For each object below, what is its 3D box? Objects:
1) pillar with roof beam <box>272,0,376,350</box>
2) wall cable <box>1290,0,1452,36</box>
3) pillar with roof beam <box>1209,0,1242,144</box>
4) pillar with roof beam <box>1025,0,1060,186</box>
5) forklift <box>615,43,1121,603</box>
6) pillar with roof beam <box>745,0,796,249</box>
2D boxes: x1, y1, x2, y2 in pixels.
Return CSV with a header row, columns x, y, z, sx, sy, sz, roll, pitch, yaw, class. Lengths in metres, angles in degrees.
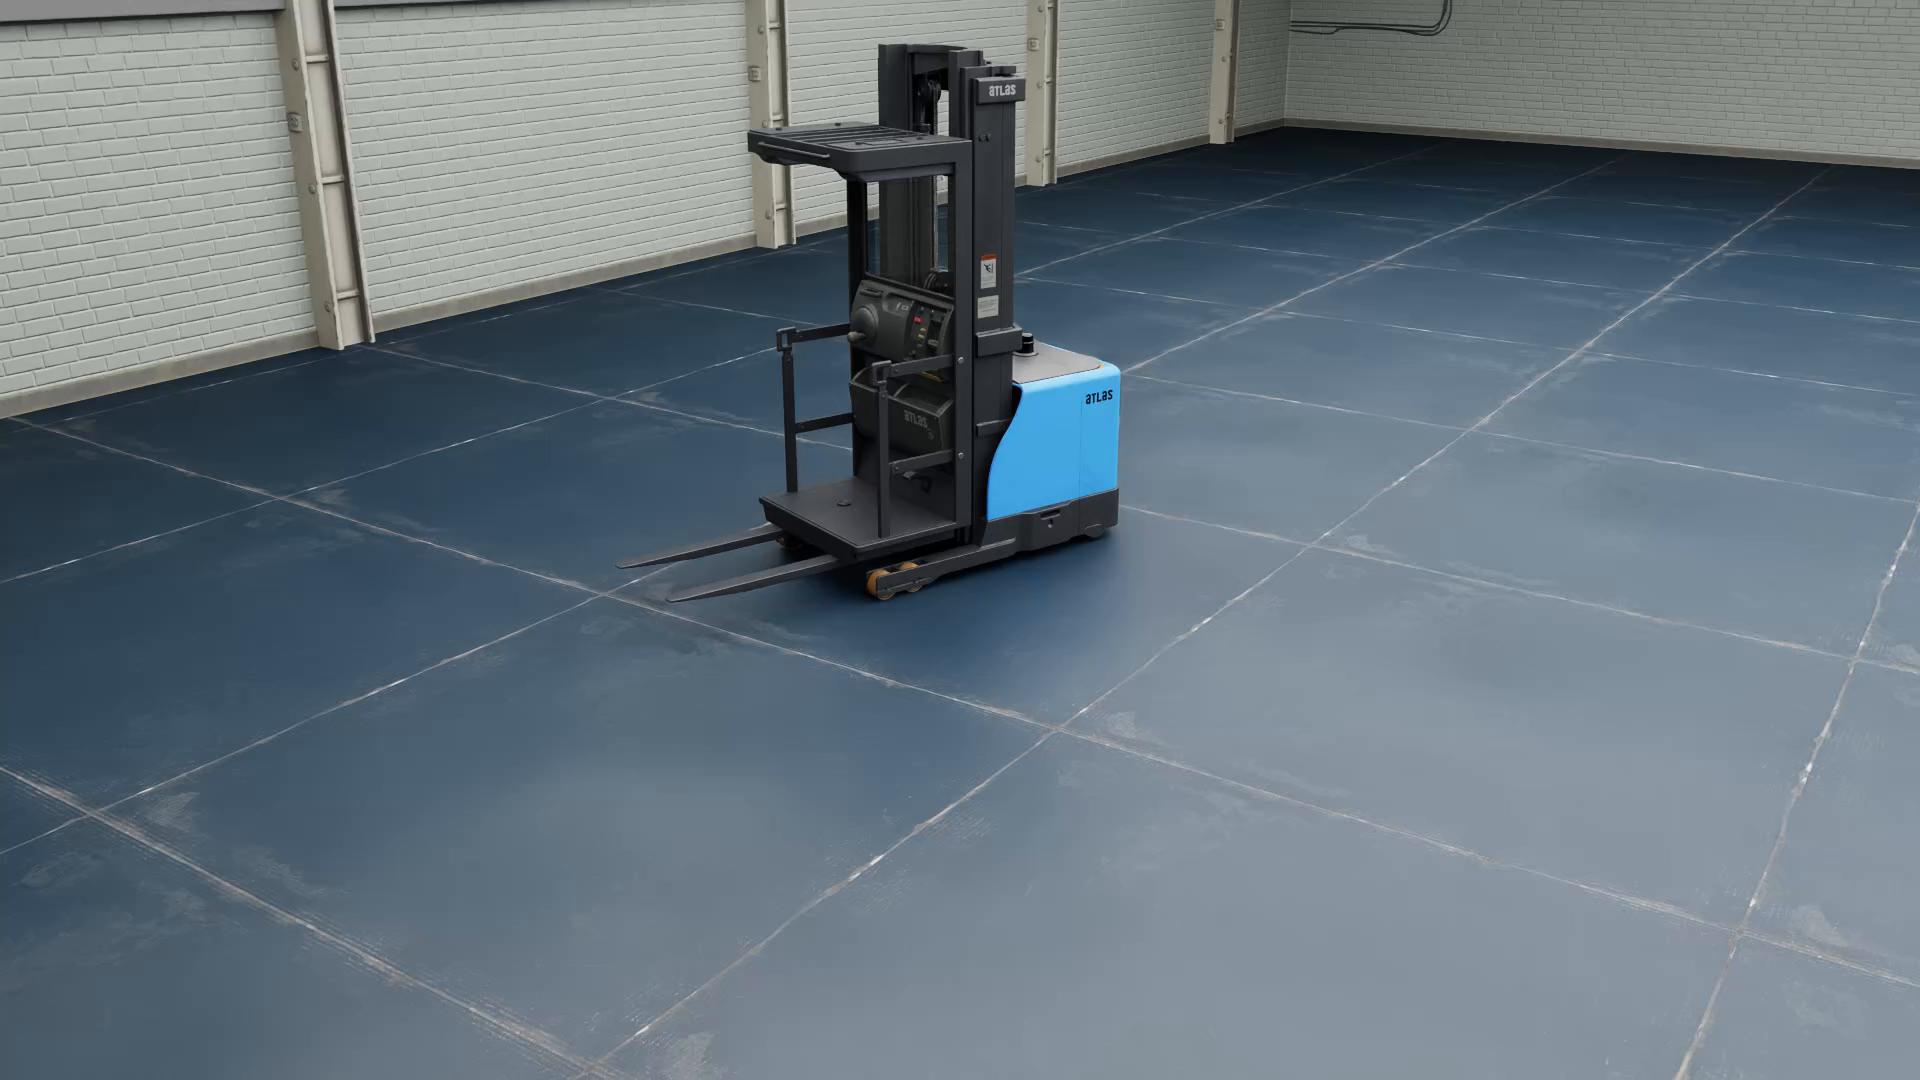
x,y,z,sx,sy,sz,roll,pitch,yaw,class
-2.001,-5.163,11.252,9.100,9.000,0.400,13,24,32,pillar with roof beam
7.307,-10.298,29.610,3.097,2.526,0.112,13,24,32,wall cable
8.118,-10.327,25.214,9.100,9.000,0.400,13,24,32,pillar with roof beam
4.745,-8.606,20.560,9.100,9.000,0.400,13,24,32,pillar with roof beam
-0.504,-1.246,9.408,3.031,2.935,1.130,-14,25,-34,forklift
1.372,-6.884,15.906,9.100,9.000,0.400,13,24,32,pillar with roof beam
